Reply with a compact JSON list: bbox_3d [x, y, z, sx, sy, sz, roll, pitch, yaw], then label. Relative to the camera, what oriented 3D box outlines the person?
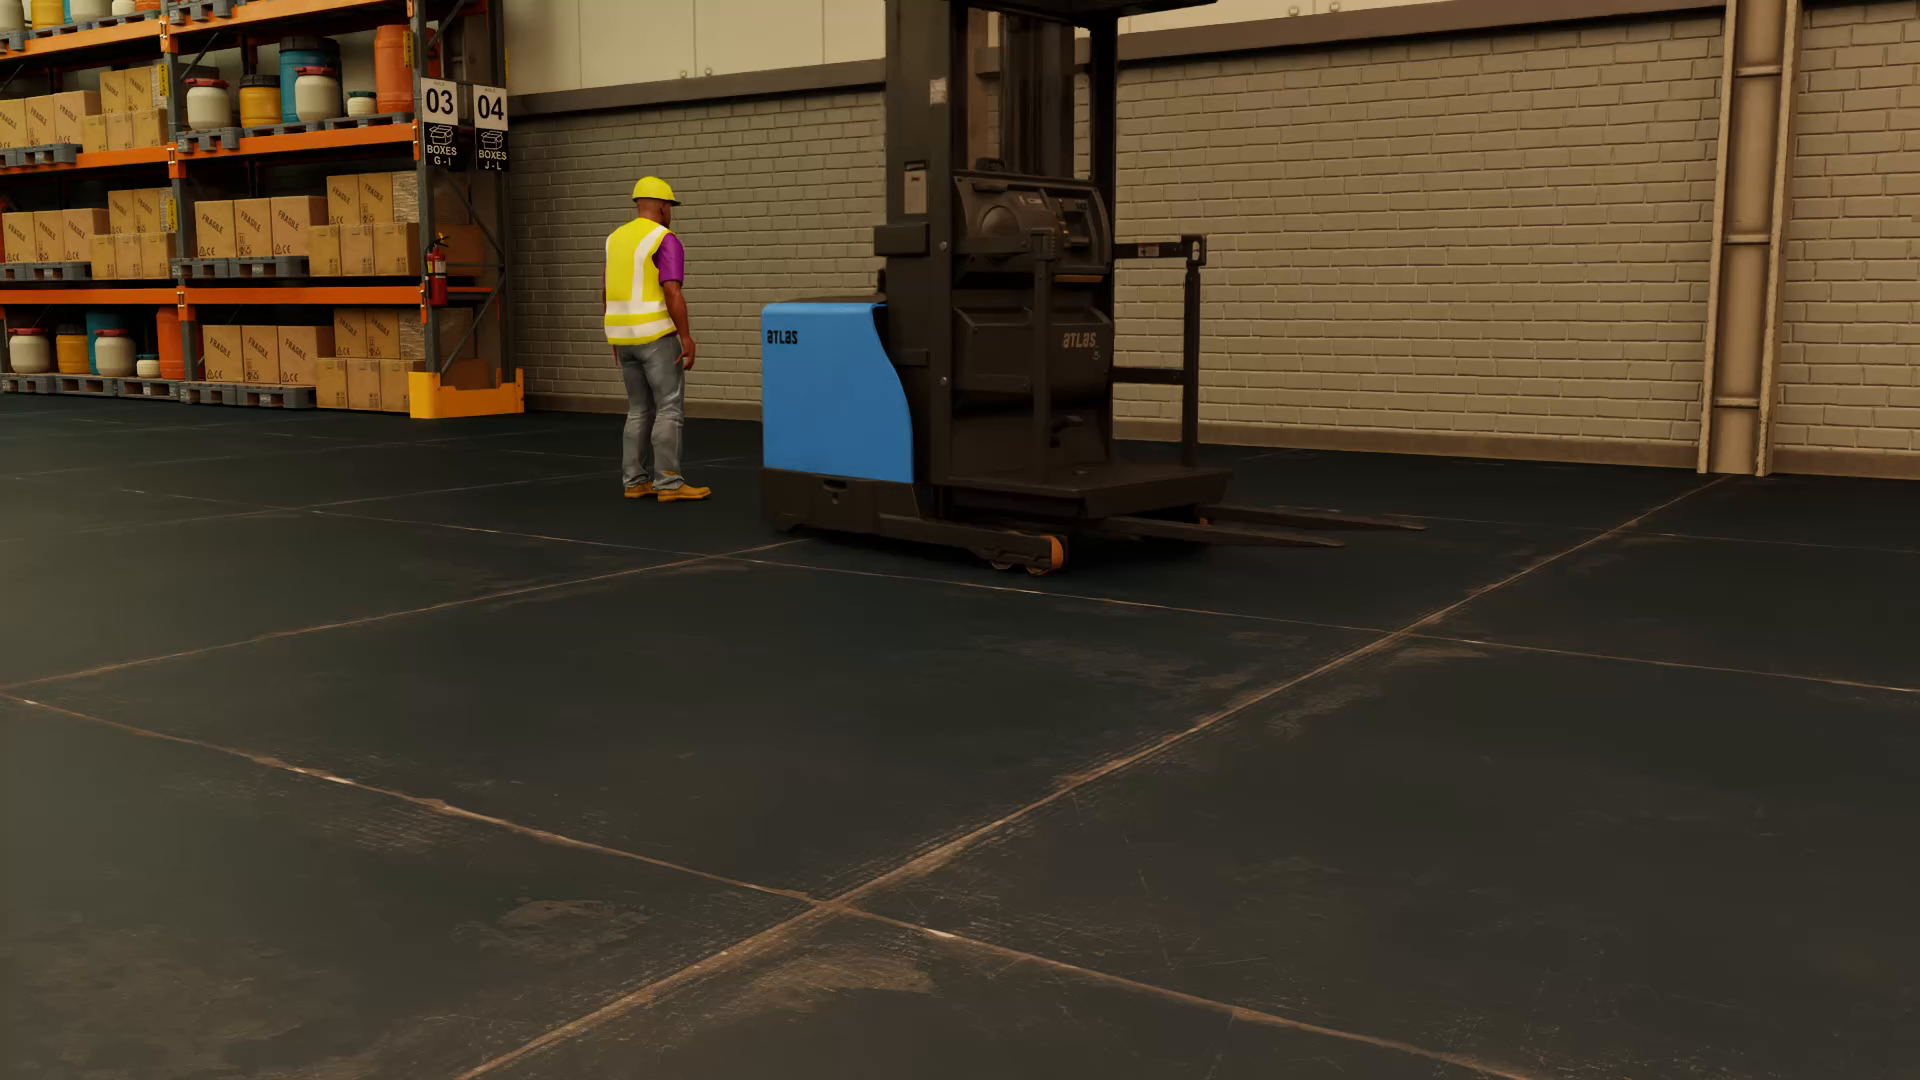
[{"bbox_3d":[-1.696,-1.105,9.140,0.630,1.759,0.460,7,11,40],"label":"person"}]

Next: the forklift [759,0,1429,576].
[{"bbox_3d":[0.473,-1.391,6.977,3.031,2.935,1.130,8,11,43],"label":"forklift"}]
